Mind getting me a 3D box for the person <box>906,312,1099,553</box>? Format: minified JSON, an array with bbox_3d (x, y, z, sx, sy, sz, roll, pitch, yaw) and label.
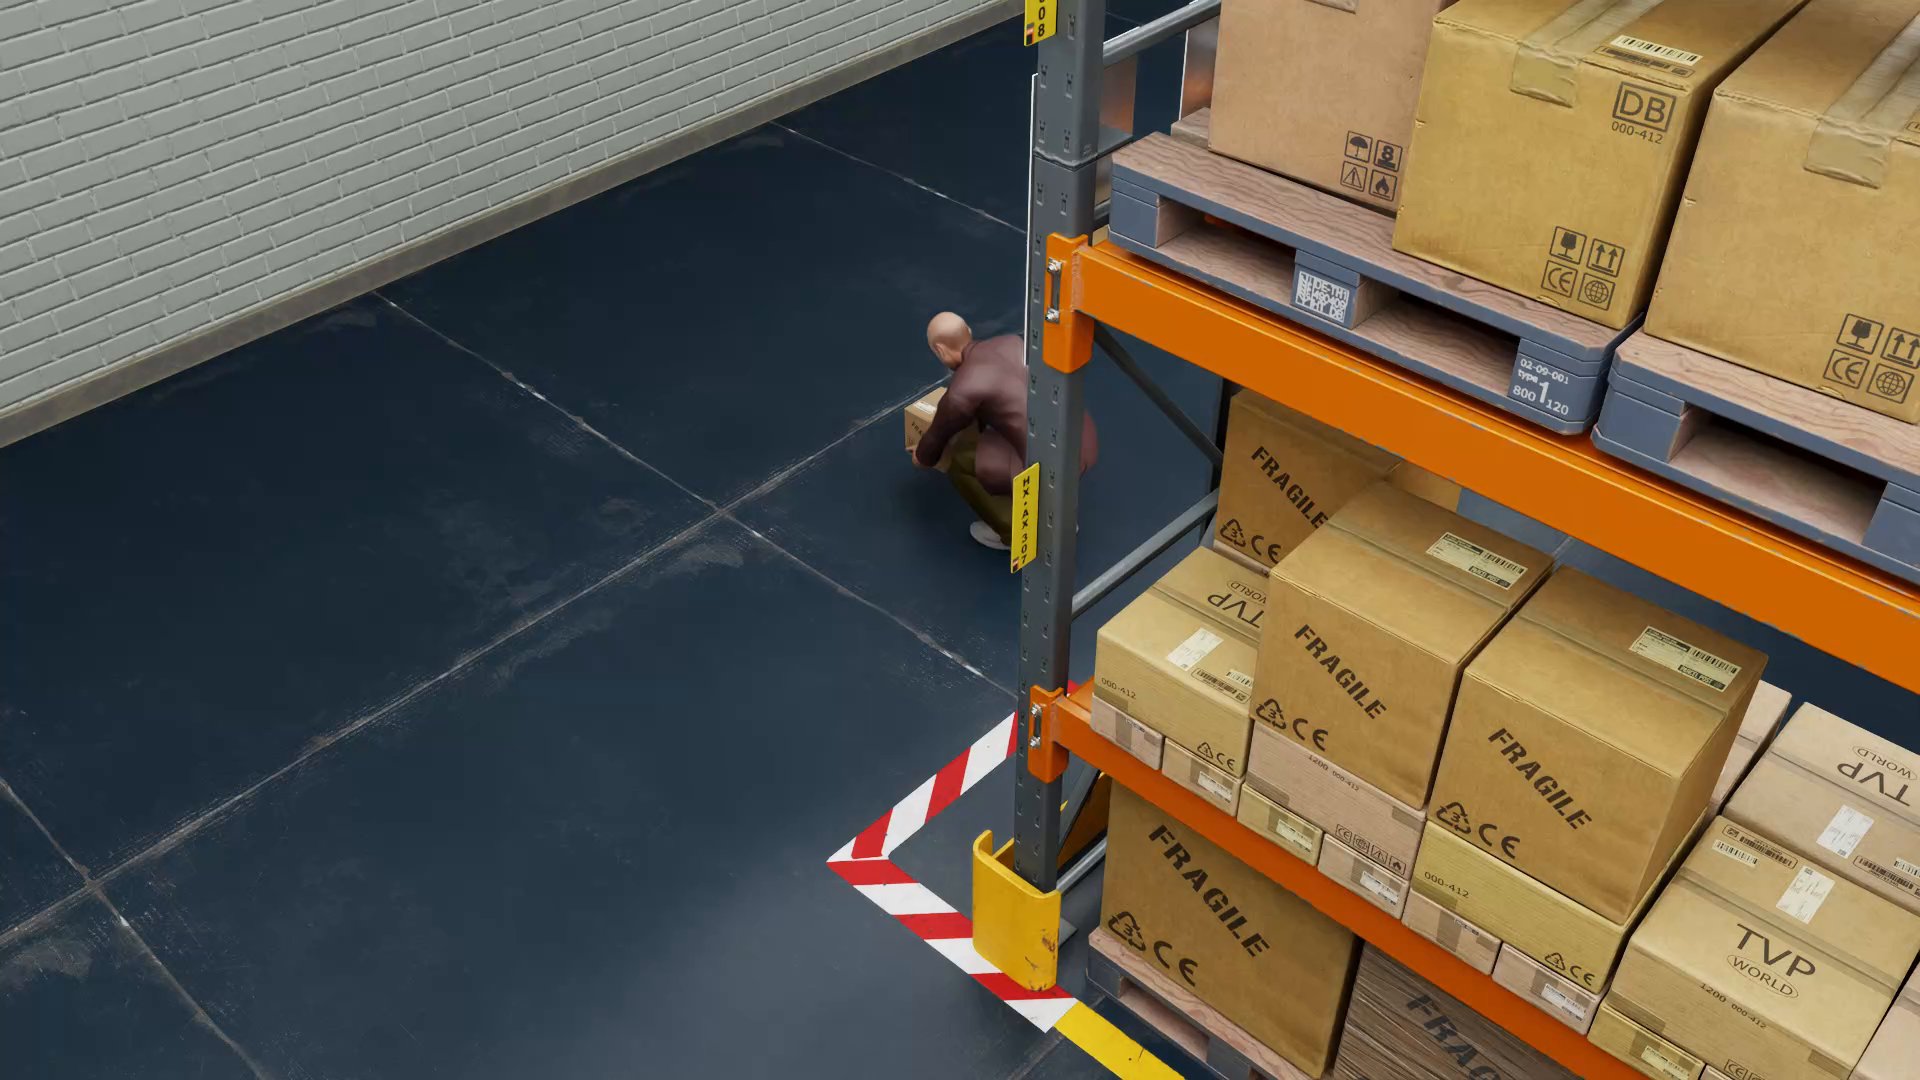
[{"bbox_3d":[0.189,-0.485,7.409,0.940,0.980,0.577,29,47,31],"label":"person"}]
